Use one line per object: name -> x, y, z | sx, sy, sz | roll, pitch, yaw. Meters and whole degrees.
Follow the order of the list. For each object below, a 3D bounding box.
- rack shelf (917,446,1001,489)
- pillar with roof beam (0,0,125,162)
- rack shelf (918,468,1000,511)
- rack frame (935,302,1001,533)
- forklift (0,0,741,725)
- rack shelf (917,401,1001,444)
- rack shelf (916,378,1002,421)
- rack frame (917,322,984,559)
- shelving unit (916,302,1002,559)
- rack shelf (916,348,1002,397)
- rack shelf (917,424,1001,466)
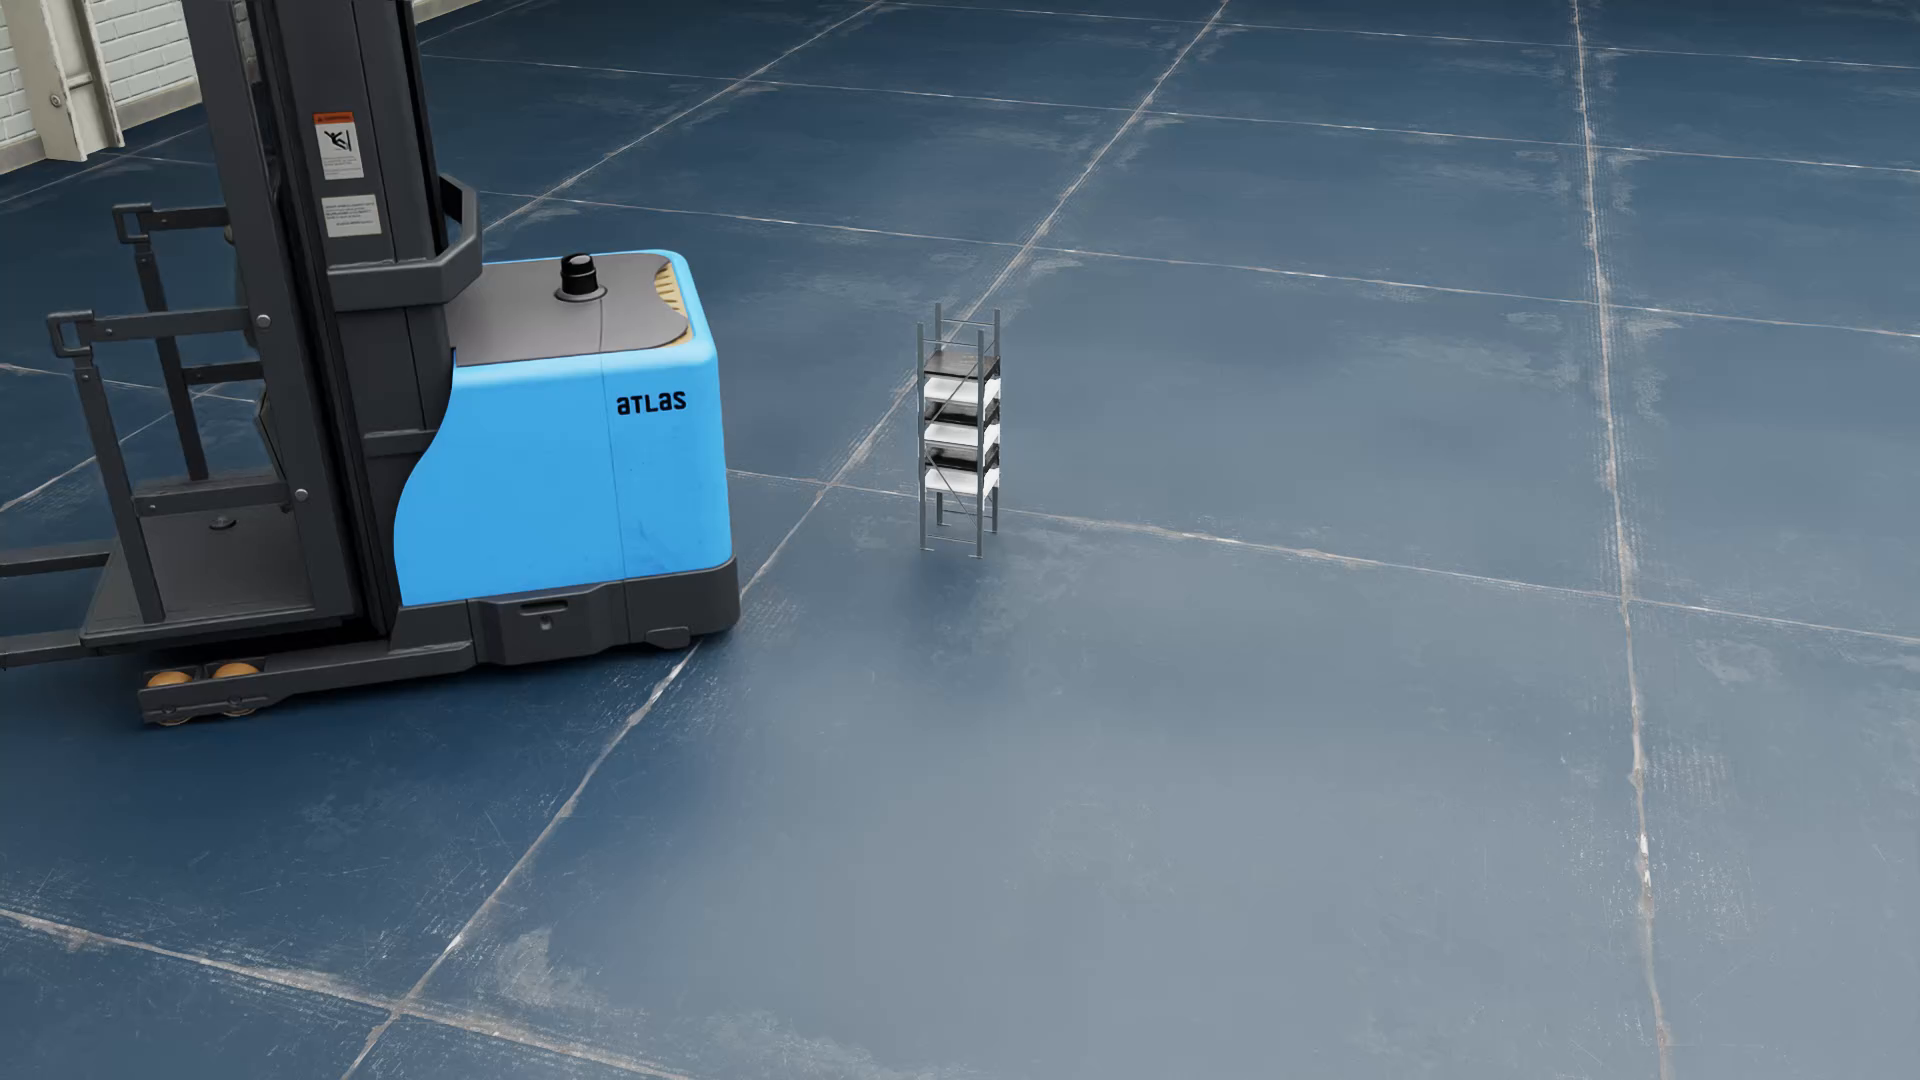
rack shelf -> -0.002, -0.282, 6.084 | 0.258, 0.077, 0.200 | 8, 30, 15
pillar with roof beam -> -1.558, -5.836, 7.485 | 9.100, 9.000, 0.400 | 8, 30, 15
rack shelf -> -0.002, -0.203, 6.128 | 0.258, 0.077, 0.200 | 8, 30, 15
rack frame -> 0.027, -0.437, 6.109 | 0.240, 0.900, 0.006 | 8, 30, 15
forklift -> -2.319, -0.985, 5.006 | 3.031, 2.935, 1.130 | -7, 30, -13
rack shelf -> -0.002, -0.439, 5.997 | 0.258, 0.077, 0.200 | 8, 30, 15
rack shelf -> -0.002, -0.518, 5.953 | 0.258, 0.077, 0.200 | 8, 30, 15
rack frame -> -0.032, -0.342, 5.940 | 0.240, 0.900, 0.006 | 8, 30, 15
shelving unit -> -0.002, -0.389, 6.024 | 0.258, 0.900, 0.210 | 8, 30, 15
rack shelf -> -0.002, -0.596, 5.909 | 0.258, 0.077, 0.200 | 8, 30, 15
rack shelf -> -0.002, -0.360, 6.041 | 0.258, 0.077, 0.200 | 8, 30, 15
